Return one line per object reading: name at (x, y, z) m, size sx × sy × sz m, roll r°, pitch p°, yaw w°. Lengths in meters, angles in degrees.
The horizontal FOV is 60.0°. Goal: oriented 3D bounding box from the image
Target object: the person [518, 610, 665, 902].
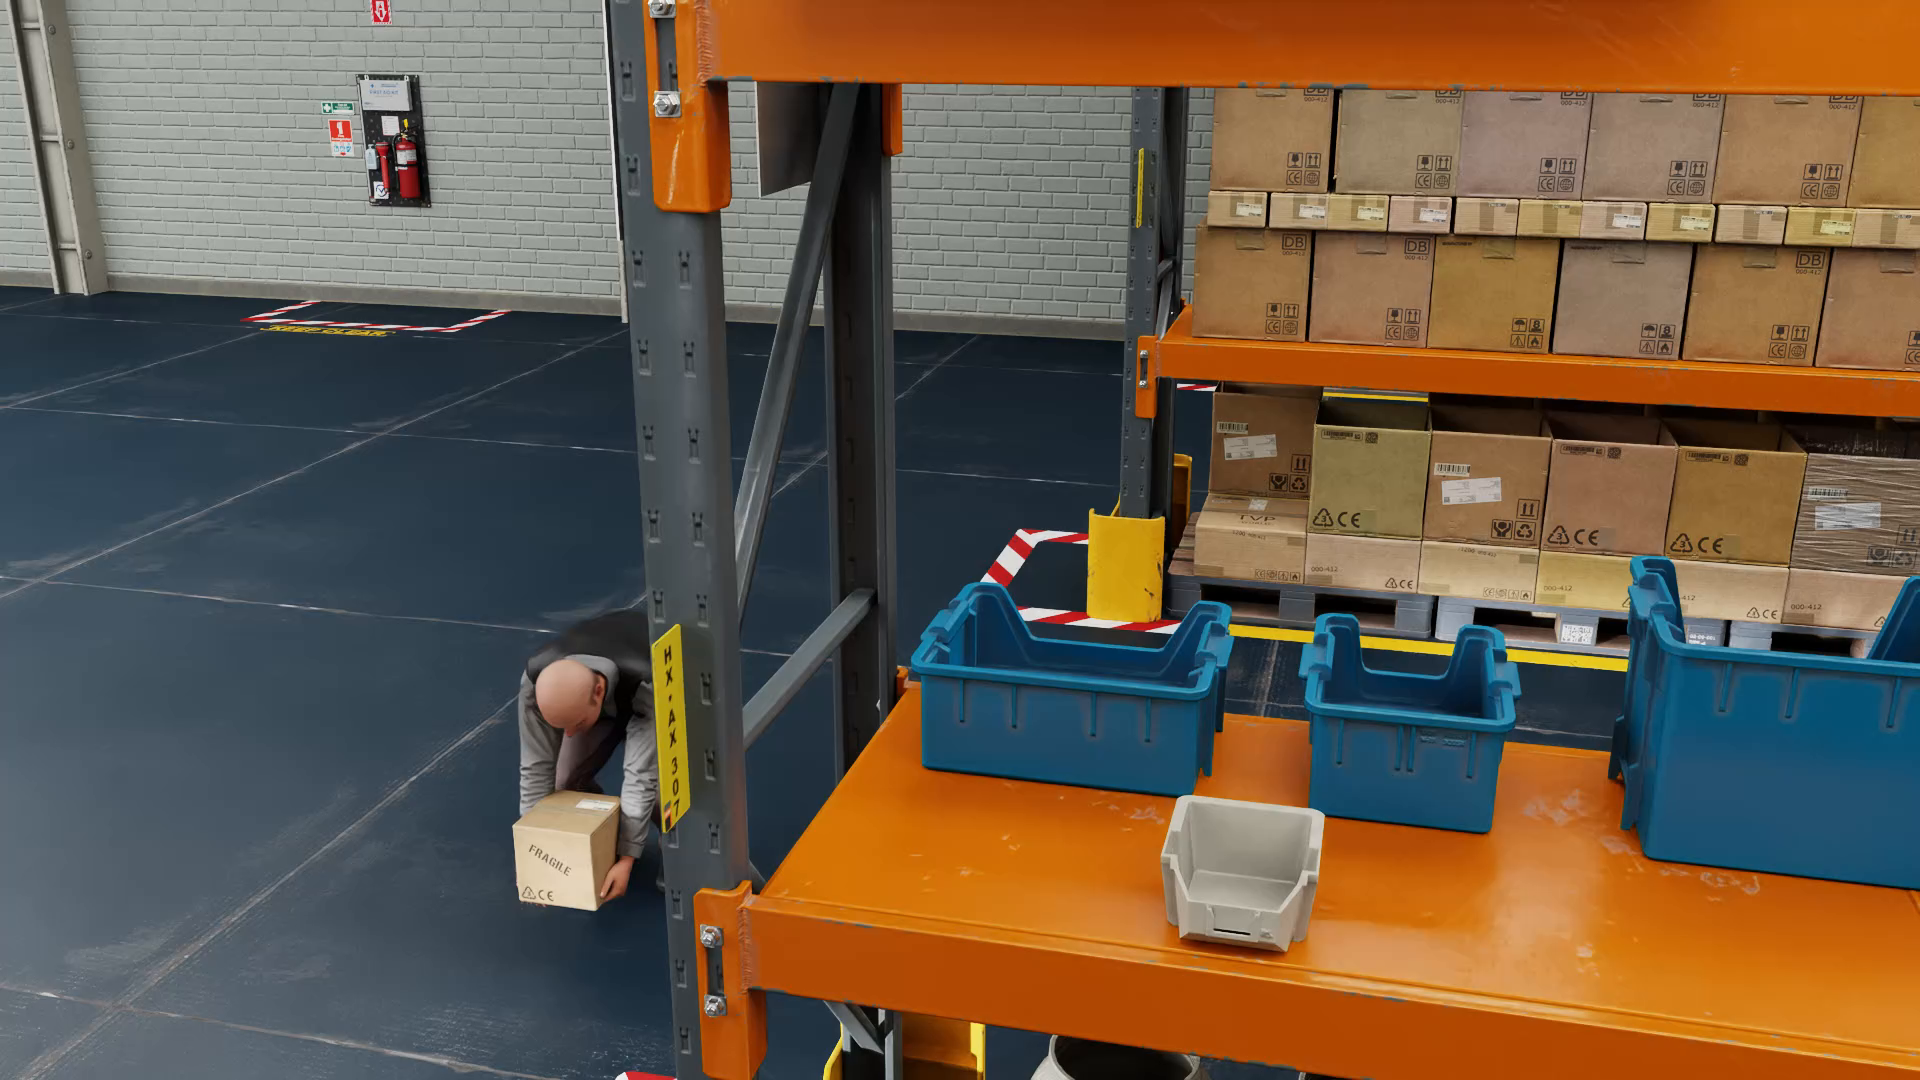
person at (-1.082, 0.689, 5.240) m, size 0.518 × 0.949 × 0.921 m, roll 4°, pitch 19°, yaw 12°
